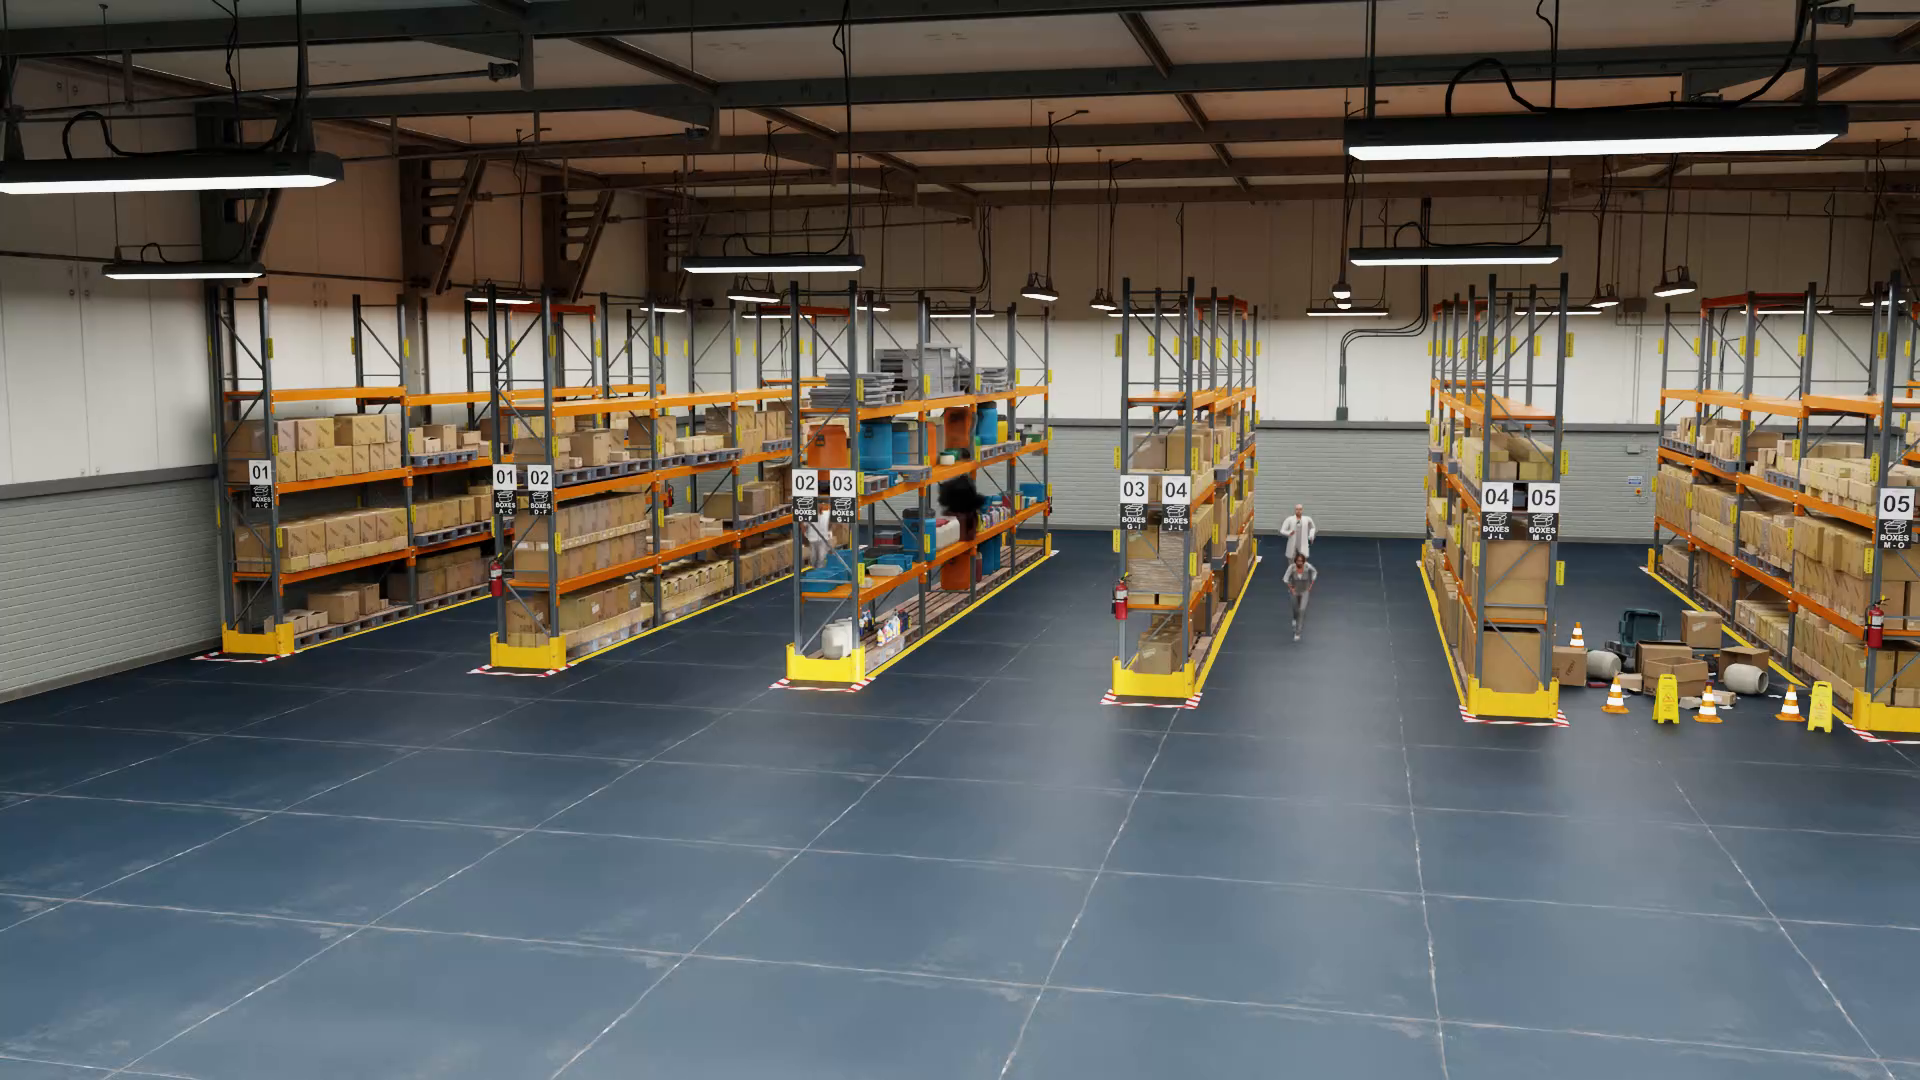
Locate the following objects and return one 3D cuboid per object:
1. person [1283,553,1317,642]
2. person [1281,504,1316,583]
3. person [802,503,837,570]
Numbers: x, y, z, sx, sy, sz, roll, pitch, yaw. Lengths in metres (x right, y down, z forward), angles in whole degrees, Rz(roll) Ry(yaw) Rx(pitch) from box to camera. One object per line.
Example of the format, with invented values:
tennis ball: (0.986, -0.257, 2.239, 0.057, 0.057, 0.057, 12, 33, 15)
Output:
person: (5.879, 0.957, 28.847, 0.571, 1.547, 0.916, 1, 7, 6)
person: (7.051, 0.131, 34.696, 0.716, 1.755, 1.022, 1, 7, 11)
person: (-2.805, 0.035, 33.152, 0.683, 1.780, 0.849, 0, 7, 1)
